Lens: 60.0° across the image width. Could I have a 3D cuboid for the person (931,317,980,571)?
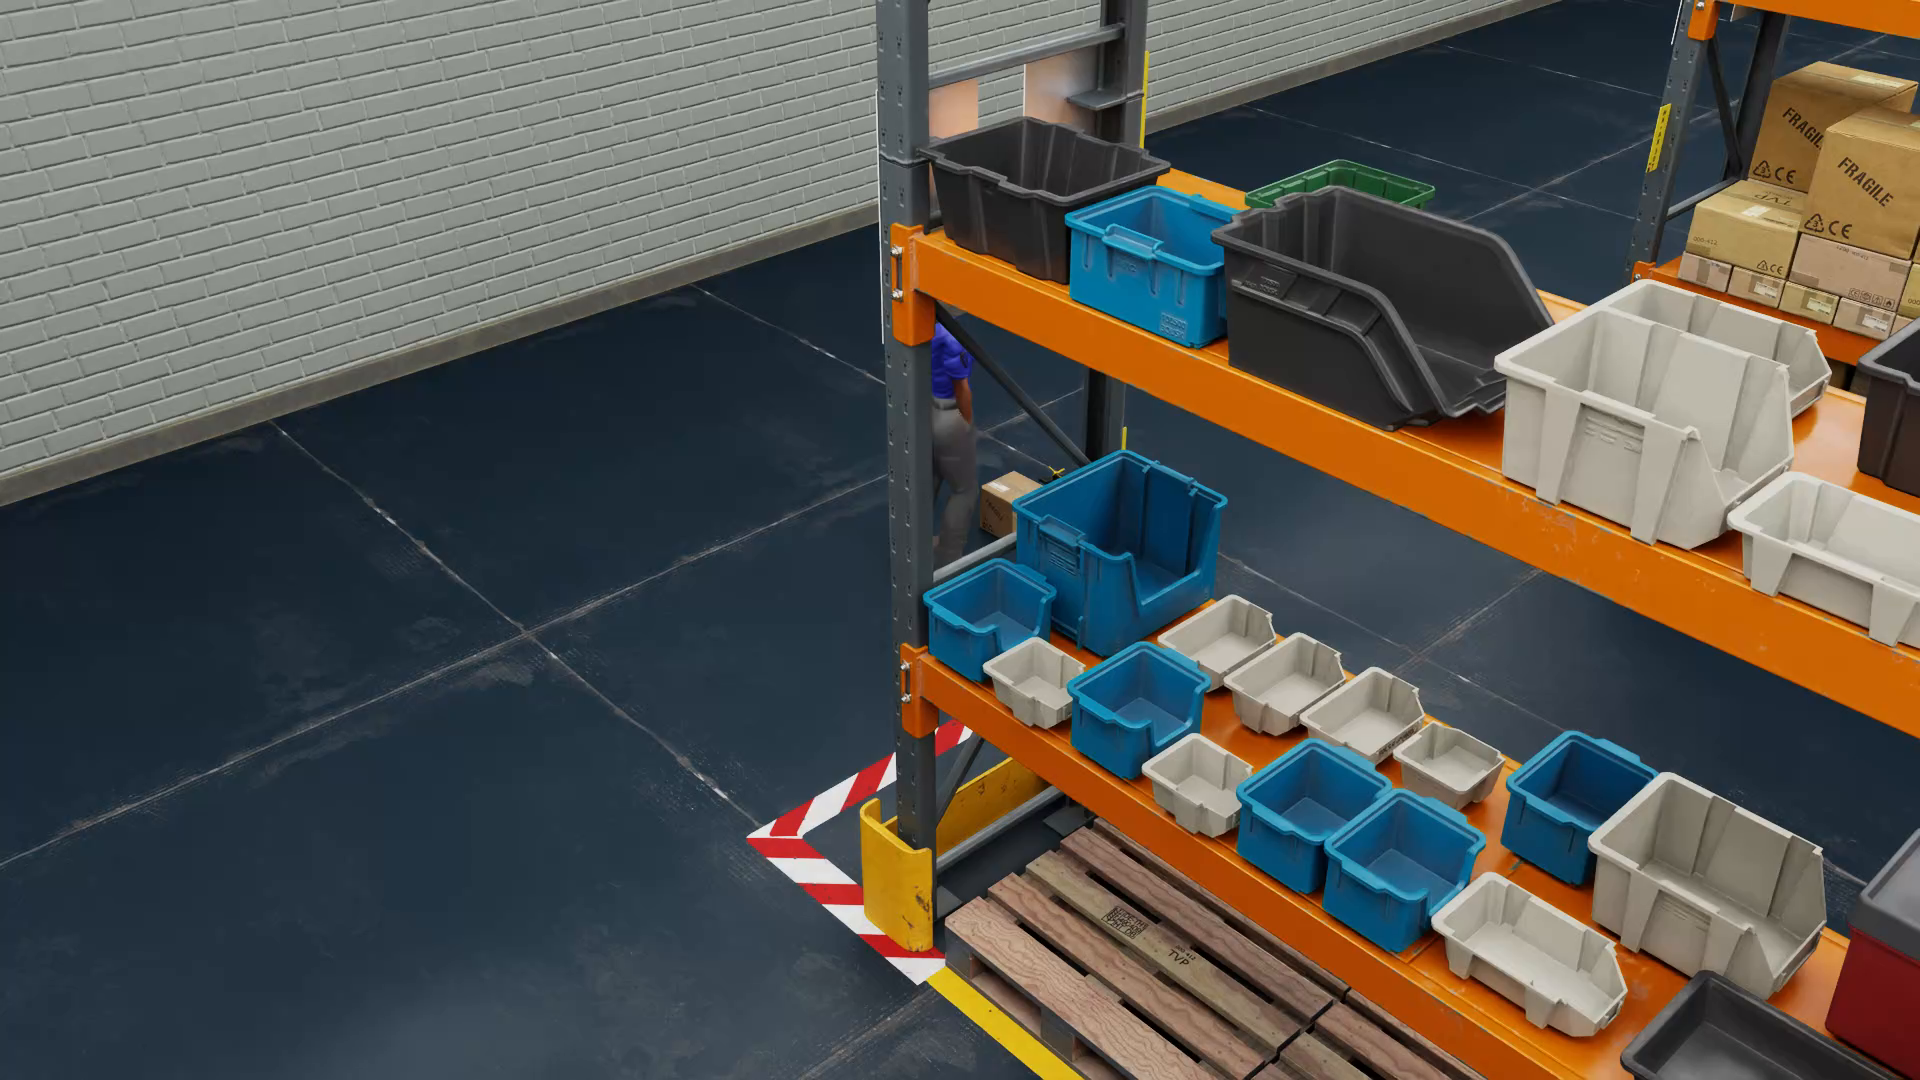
[{"bbox_3d":[-0.108,-0.582,8.106,0.325,1.636,0.446,-25,40,-34],"label":"person"}]
